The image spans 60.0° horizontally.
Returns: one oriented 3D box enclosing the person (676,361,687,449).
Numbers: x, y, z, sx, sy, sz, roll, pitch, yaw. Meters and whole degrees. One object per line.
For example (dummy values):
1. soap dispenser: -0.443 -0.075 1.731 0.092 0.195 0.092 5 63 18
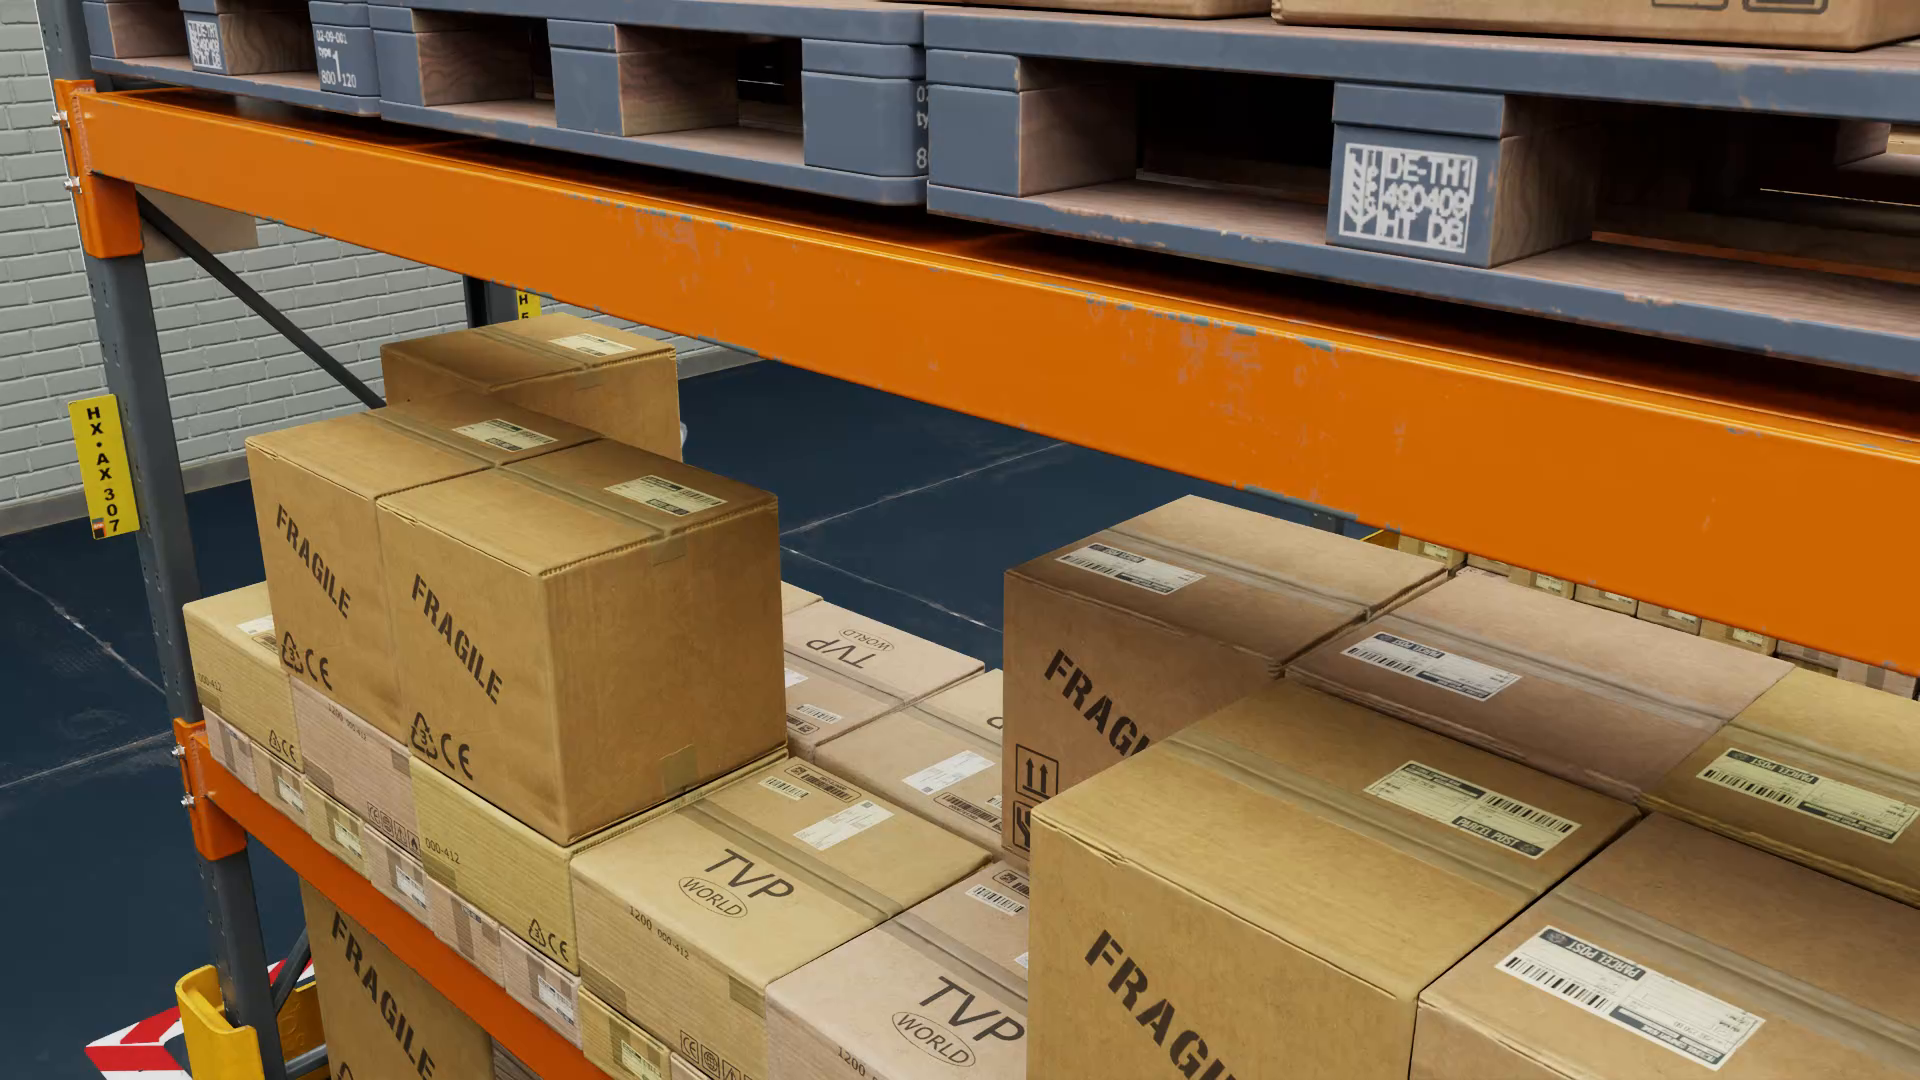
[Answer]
1. person: -1.301 0.058 6.395 0.449 1.683 0.540 19 28 41
